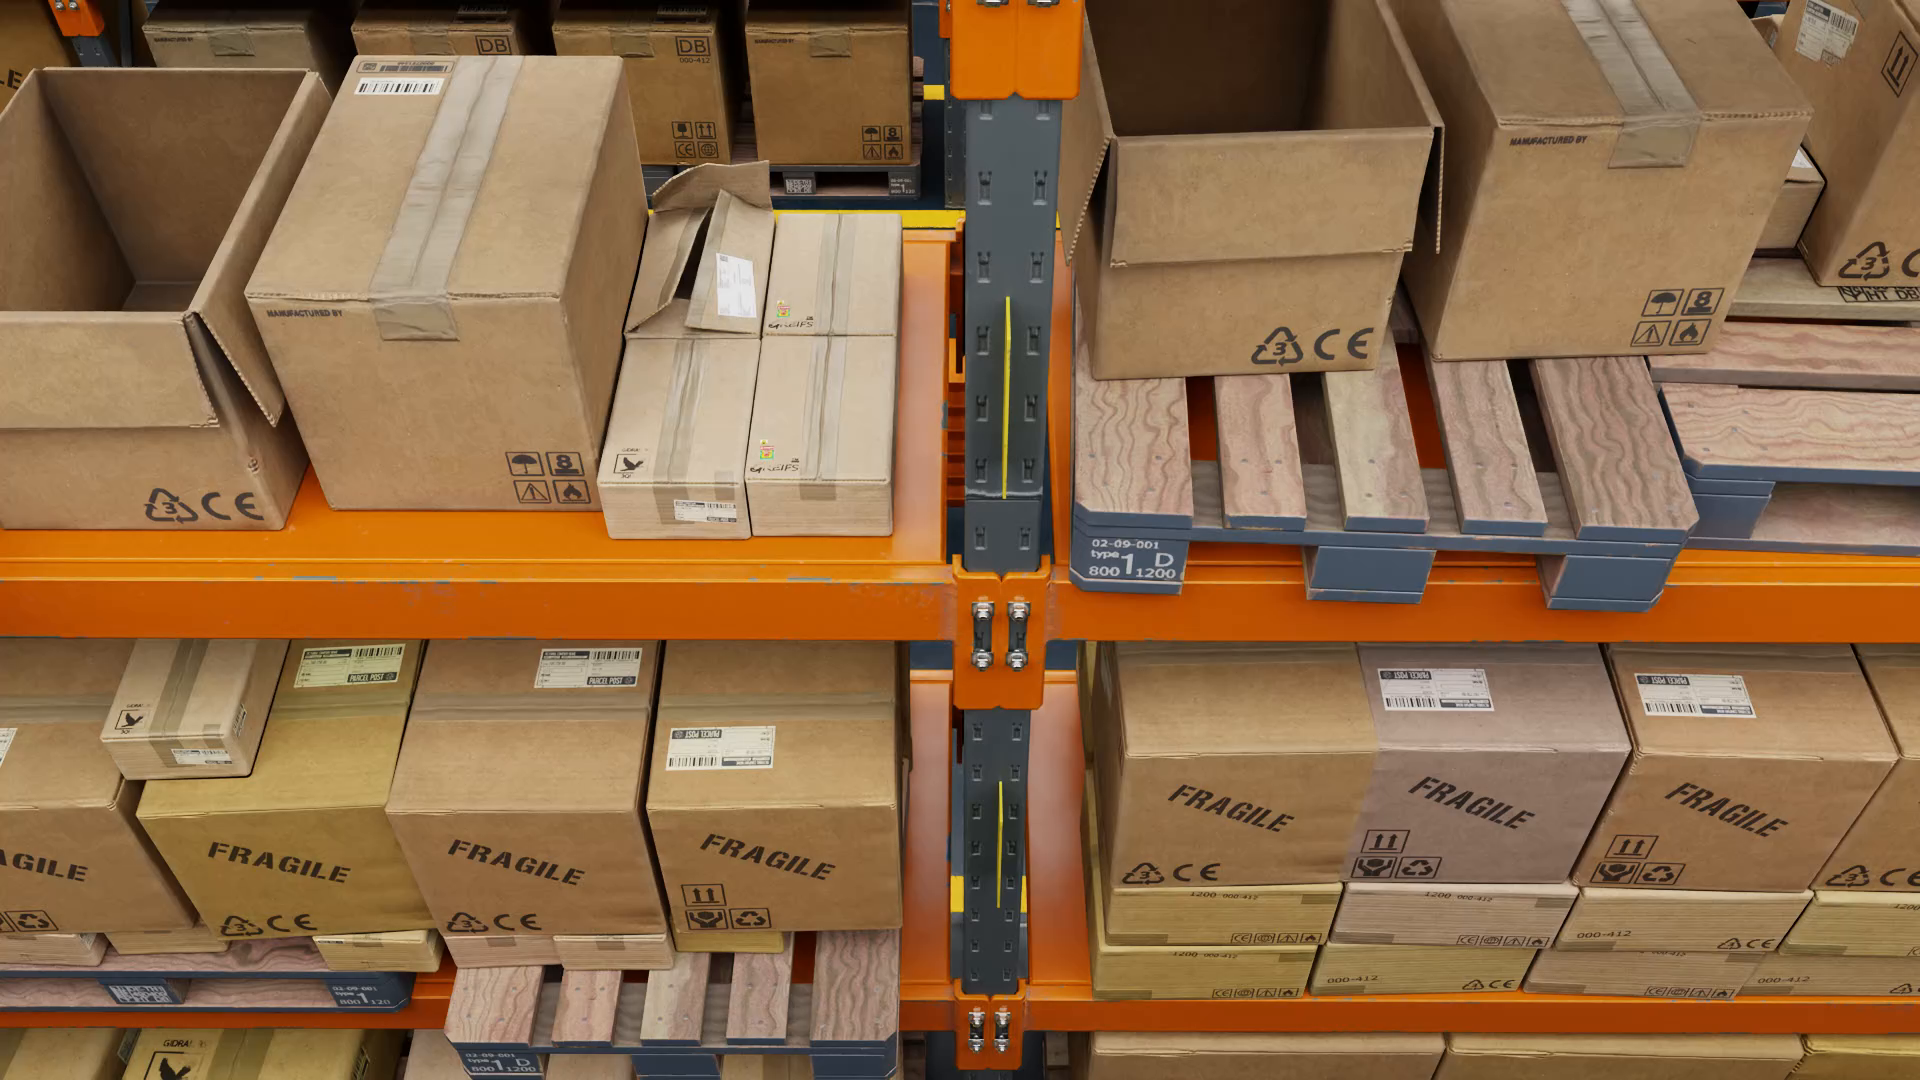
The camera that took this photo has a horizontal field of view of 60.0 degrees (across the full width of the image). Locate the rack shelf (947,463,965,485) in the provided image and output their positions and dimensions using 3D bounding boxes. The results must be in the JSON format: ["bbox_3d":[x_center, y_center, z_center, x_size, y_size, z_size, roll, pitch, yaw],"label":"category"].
[{"bbox_3d":[-0.014,-0.297,6.431,0.180,0.103,0.258,0,47,0],"label":"rack shelf"}]

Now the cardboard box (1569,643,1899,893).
[{"bbox_3d":[1.579,0.404,3.573,0.500,0.500,0.500,1,47,1],"label":"cardboard box"}]

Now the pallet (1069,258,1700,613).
[{"bbox_3d":[0.717,-0.403,3.156,1.003,0.211,1.213,2,47,2],"label":"pallet"}]

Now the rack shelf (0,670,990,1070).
[{"bbox_3d":[-1.927,0.831,4.418,4.000,0.370,1.077,0,47,0],"label":"rack shelf"}]

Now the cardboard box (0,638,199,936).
[{"bbox_3d":[-1.950,0.519,3.659,0.500,0.500,0.500,-2,47,-1],"label":"cardboard box"}]

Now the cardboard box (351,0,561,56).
[{"bbox_3d":[-2.424,-2.478,8.257,0.750,0.750,1.050,0,47,0],"label":"cardboard box"}]

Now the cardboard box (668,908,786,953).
[{"bbox_3d":[-0.524,0.758,3.880,0.250,0.149,0.380,1,47,1],"label":"cardboard box"}]

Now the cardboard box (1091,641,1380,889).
[{"bbox_3d":[0.565,0.397,3.580,0.500,0.500,0.500,-1,47,-1],"label":"cardboard box"}]

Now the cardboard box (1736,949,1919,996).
[{"bbox_3d":[2.093,0.821,4.039,0.500,0.250,0.500,0,47,0],"label":"cardboard box"}]

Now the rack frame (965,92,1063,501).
[{"bbox_3d":[0.073,-1.452,1.954,0.127,3.000,1.000,0,47,0],"label":"rack frame"}]

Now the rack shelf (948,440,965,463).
[{"bbox_3d":[-0.014,-0.379,6.343,0.180,0.103,0.258,0,47,0],"label":"rack shelf"}]

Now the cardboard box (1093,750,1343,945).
[{"bbox_3d":[0.579,0.655,3.852,0.500,0.250,0.500,0,47,0],"label":"cardboard box"}]

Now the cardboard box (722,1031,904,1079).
[{"bbox_3d":[-0.492,1.335,4.966,0.625,0.372,0.950,-3,47,-3],"label":"cardboard box"}]

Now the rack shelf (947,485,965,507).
[{"bbox_3d":[-0.014,-0.215,6.519,0.180,0.103,0.258,0,47,0],"label":"rack shelf"}]

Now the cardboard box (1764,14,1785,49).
[{"bbox_3d":[4.307,-2.526,8.509,0.250,0.149,0.380,1,47,1],"label":"cardboard box"}]

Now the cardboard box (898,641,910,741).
[{"bbox_3d":[-0.376,0.143,4.010,0.500,0.500,0.500,-1,47,-1],"label":"cardboard box"}]

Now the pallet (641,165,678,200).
[{"bbox_3d":[-2.015,-2.145,8.602,1.213,0.211,1.003,0,47,0],"label":"pallet"}]

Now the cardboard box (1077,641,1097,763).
[{"bbox_3d":[0.558,0.288,4.194,0.500,0.250,0.500,0,47,0],"label":"cardboard box"}]

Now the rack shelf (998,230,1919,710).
[{"bbox_3d":[2.073,-0.180,3.310,4.000,0.370,1.077,0,47,0],"label":"rack shelf"}]

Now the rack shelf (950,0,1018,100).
[{"bbox_3d":[-1.927,-1.076,2.369,4.000,0.370,1.077,0,47,0],"label":"rack shelf"}]

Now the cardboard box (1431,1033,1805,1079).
[{"bbox_3d":[1.655,1.241,4.711,0.875,0.875,0.875,1,47,1],"label":"cardboard box"}]

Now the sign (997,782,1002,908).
[{"bbox_3d":[0.080,0.621,3.385,0.005,0.325,0.100,0,47,0],"label":"sign"}]

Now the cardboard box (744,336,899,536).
[{"bbox_3d":[-0.243,-0.192,3.002,0.250,0.149,0.380,0,47,0],"label":"cardboard box"}]

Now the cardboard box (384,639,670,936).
[{"bbox_3d":[-0.900,0.522,3.656,0.500,0.500,0.500,-1,47,0],"label":"cardboard box"}]

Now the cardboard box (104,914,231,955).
[{"bbox_3d":[-1.805,0.759,3.879,0.250,0.149,0.380,-1,47,-1],"label":"cardboard box"}]

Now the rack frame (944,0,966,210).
[{"bbox_3d":[-0.010,-3.032,7.523,0.127,3.000,1.000,0,47,0],"label":"rack frame"}]

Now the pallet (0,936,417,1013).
[{"bbox_3d":[-1.907,0.682,4.197,1.213,0.211,1.003,0,47,0],"label":"pallet"}]

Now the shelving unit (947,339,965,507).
[{"bbox_3d":[-0.014,-0.409,6.311,0.189,1.200,0.258,0,47,0],"label":"shelving unit"}]

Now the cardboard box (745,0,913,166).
[{"bbox_3d":[-0.618,-2.476,8.255,0.750,0.750,1.050,0,47,0],"label":"cardboard box"}]

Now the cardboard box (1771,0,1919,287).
[{"bbox_3d":[1.837,-0.815,3.055,0.500,0.500,0.500,1,47,1],"label":"cardboard box"}]

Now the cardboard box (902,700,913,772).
[{"bbox_3d":[-0.251,0.397,4.216,0.250,0.149,0.380,-2,47,-2],"label":"cardboard box"}]

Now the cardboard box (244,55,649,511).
[{"bbox_3d":[-0.875,-0.474,3.025,0.500,0.500,0.700,0,47,0],"label":"cardboard box"}]

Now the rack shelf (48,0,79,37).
[{"bbox_3d":[-6.010,-2.803,7.801,4.000,0.370,1.077,0,47,0],"label":"rack shelf"}]

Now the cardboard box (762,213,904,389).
[{"bbox_3d":[-0.241,-0.470,3.261,0.250,0.149,0.380,0,47,0],"label":"cardboard box"}]

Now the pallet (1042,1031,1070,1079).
[{"bbox_3d":[0.861,1.599,5.117,1.213,0.211,1.003,0,47,0],"label":"pallet"}]

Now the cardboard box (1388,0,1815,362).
[{"bbox_3d":[1.064,-0.744,2.989,0.500,0.500,0.700,-2,47,-2],"label":"cardboard box"}]

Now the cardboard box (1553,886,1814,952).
[{"bbox_3d":[1.594,0.667,3.841,0.500,0.250,0.500,0,47,0],"label":"cardboard box"}]

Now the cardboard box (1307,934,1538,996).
[{"bbox_3d":[1.075,0.817,4.043,0.500,0.250,0.500,-1,47,-1],"label":"cardboard box"}]

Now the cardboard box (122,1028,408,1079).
[{"bbox_3d":[-1.988,1.333,4.969,0.625,0.372,0.950,2,47,1],"label":"cardboard box"}]

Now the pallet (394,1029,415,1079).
[{"bbox_3d":[-1.925,1.533,5.179,1.213,0.211,1.003,0,47,0],"label":"pallet"}]

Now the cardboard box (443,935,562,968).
[{"bbox_3d":[-1.028,0.783,3.856,0.250,0.149,0.380,-2,47,-2],"label":"cardboard box"}]
